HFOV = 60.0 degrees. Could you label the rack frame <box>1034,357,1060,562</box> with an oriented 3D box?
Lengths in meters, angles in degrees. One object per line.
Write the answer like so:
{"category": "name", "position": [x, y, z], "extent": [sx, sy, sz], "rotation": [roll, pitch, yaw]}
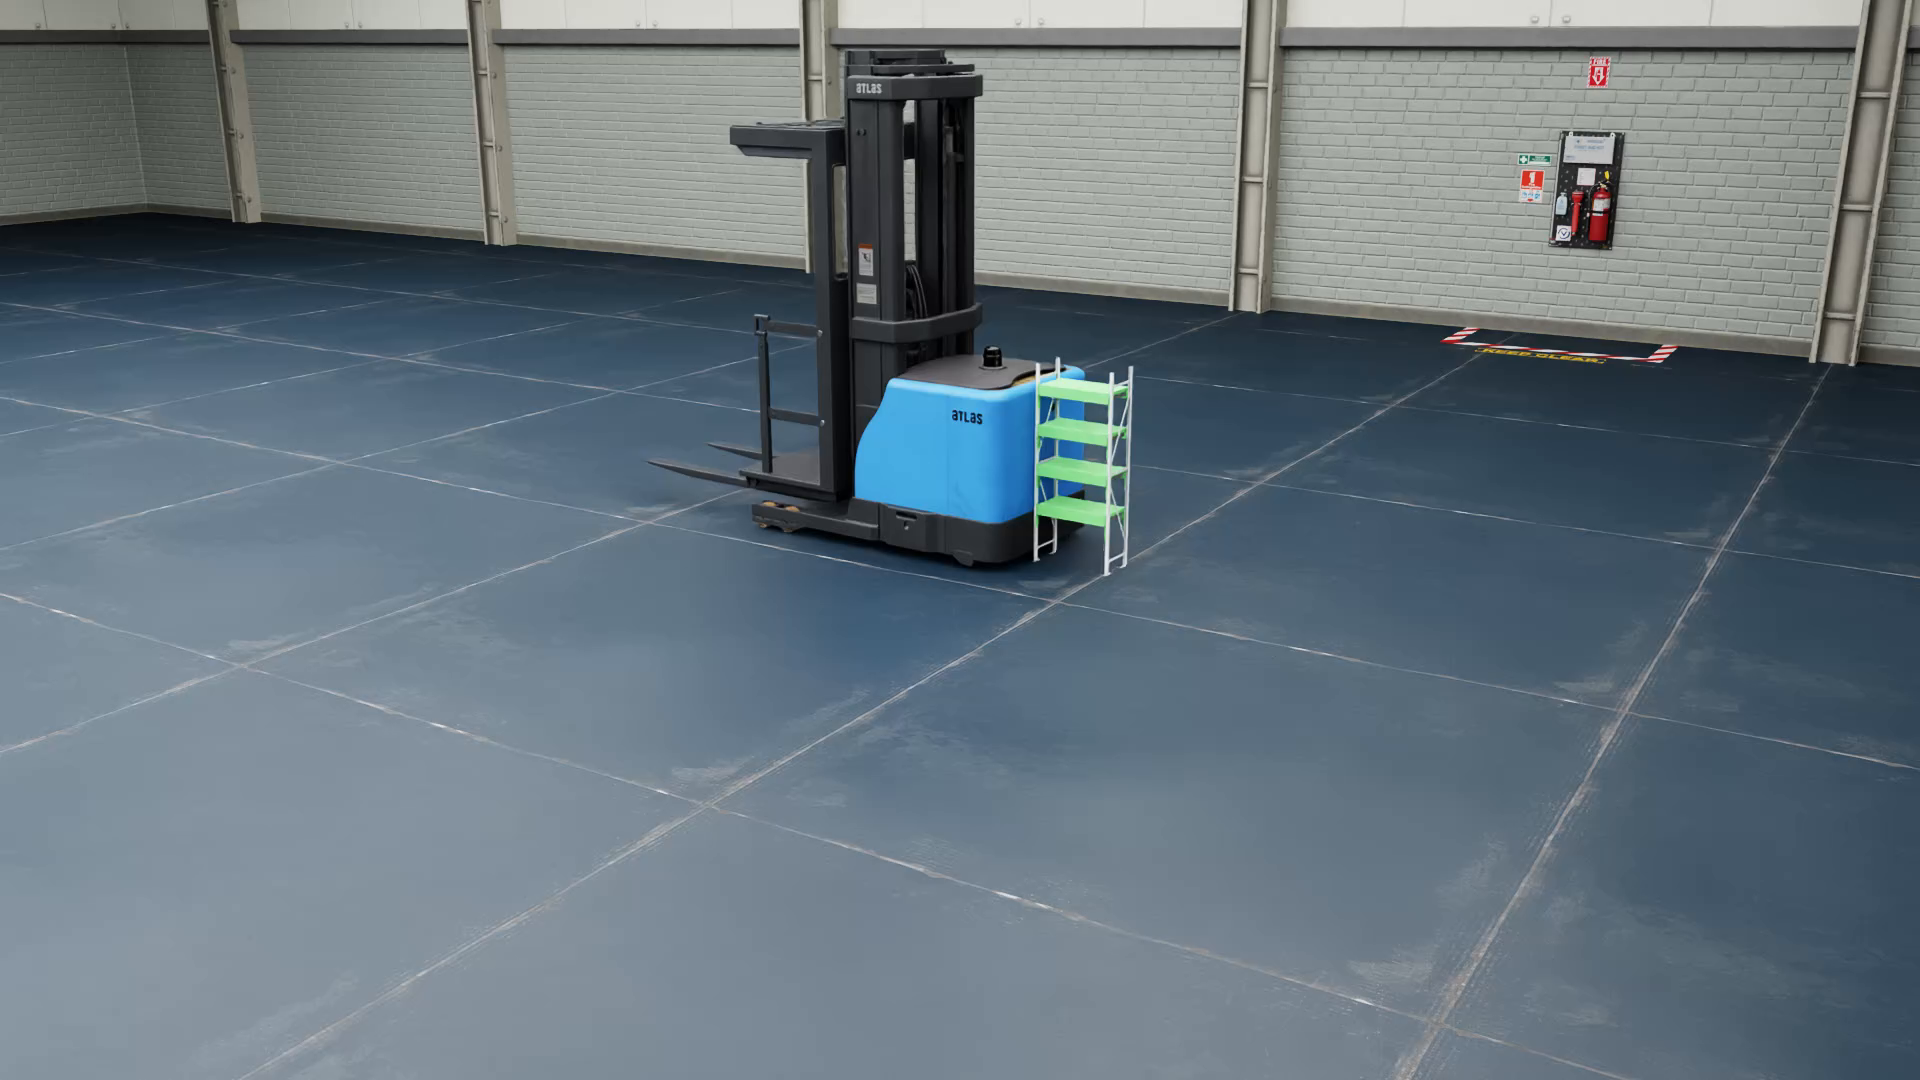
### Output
{"category": "rack frame", "position": [0.515, -0.471, 9.868], "extent": [0.015, 1.200, 0.240], "rotation": [11, 20, 33]}

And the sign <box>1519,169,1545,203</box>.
{"category": "sign", "position": [5.926, -3.669, 17.238], "extent": [0.234, 0.329, 0.001], "rotation": [10, 20, 30]}

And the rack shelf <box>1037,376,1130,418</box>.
{"category": "rack shelf", "position": [0.715, -0.829, 9.615], "extent": [0.480, 0.148, 0.258], "rotation": [11, 20, 33]}

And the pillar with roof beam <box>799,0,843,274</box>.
{"category": "pillar with roof beam", "position": [-4.049, -6.787, 17.241], "extent": [0.400, 9.000, 9.100], "rotation": [10, 20, 30]}

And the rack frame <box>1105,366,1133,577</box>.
{"category": "rack frame", "position": [0.916, -0.391, 9.603], "extent": [0.015, 1.200, 0.240], "rotation": [11, 20, 33]}

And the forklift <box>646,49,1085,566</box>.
{"category": "forklift", "position": [-0.722, -1.562, 10.479], "extent": [3.031, 2.935, 1.130], "rotation": [11, 20, 33]}

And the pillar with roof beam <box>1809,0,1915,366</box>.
{"category": "pillar with roof beam", "position": [6.176, -4.961, 11.232], "extent": [0.400, 9.000, 9.100], "rotation": [10, 20, 30]}

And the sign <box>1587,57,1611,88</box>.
{"category": "sign", "position": [6.389, -4.677, 16.630], "extent": [0.199, 0.298, 0.001], "rotation": [10, 20, 30]}

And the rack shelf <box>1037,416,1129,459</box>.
{"category": "rack shelf", "position": [0.715, -0.599, 9.684], "extent": [0.480, 0.148, 0.258], "rotation": [11, 20, 33]}

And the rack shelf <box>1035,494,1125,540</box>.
{"category": "rack shelf", "position": [0.715, -0.140, 9.824], "extent": [0.480, 0.148, 0.258], "rotation": [11, 20, 33]}

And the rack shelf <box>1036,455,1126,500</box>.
{"category": "rack shelf", "position": [0.715, -0.370, 9.754], "extent": [0.480, 0.148, 0.258], "rotation": [11, 20, 33]}

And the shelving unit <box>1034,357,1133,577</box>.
{"category": "shelving unit", "position": [0.715, -0.431, 9.736], "extent": [0.503, 1.200, 0.258], "rotation": [11, 20, 33]}

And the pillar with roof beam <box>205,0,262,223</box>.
{"category": "pillar with roof beam", "position": [-14.274, -8.612, 23.250], "extent": [0.400, 9.000, 9.100], "rotation": [10, 20, 30]}

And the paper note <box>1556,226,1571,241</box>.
{"category": "paper note", "position": [6.229, -3.165, 17.155], "extent": [0.142, 0.148, 0.016], "rotation": [10, 20, 30]}

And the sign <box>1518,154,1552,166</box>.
{"category": "sign", "position": [5.926, -3.920, 17.151], "extent": [0.331, 0.109, 0.001], "rotation": [10, 20, 30]}

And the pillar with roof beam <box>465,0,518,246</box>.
{"category": "pillar with roof beam", "position": [-9.162, -7.699, 20.245], "extent": [0.400, 9.000, 9.100], "rotation": [10, 20, 30]}

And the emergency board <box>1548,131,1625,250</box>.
{"category": "emergency board", "position": [6.344, -3.542, 16.882], "extent": [0.643, 1.169, 0.194], "rotation": [10, 20, 30]}

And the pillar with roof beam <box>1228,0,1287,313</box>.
{"category": "pillar with roof beam", "position": [1.064, -5.874, 14.236], "extent": [0.400, 9.000, 9.100], "rotation": [10, 20, 30]}
